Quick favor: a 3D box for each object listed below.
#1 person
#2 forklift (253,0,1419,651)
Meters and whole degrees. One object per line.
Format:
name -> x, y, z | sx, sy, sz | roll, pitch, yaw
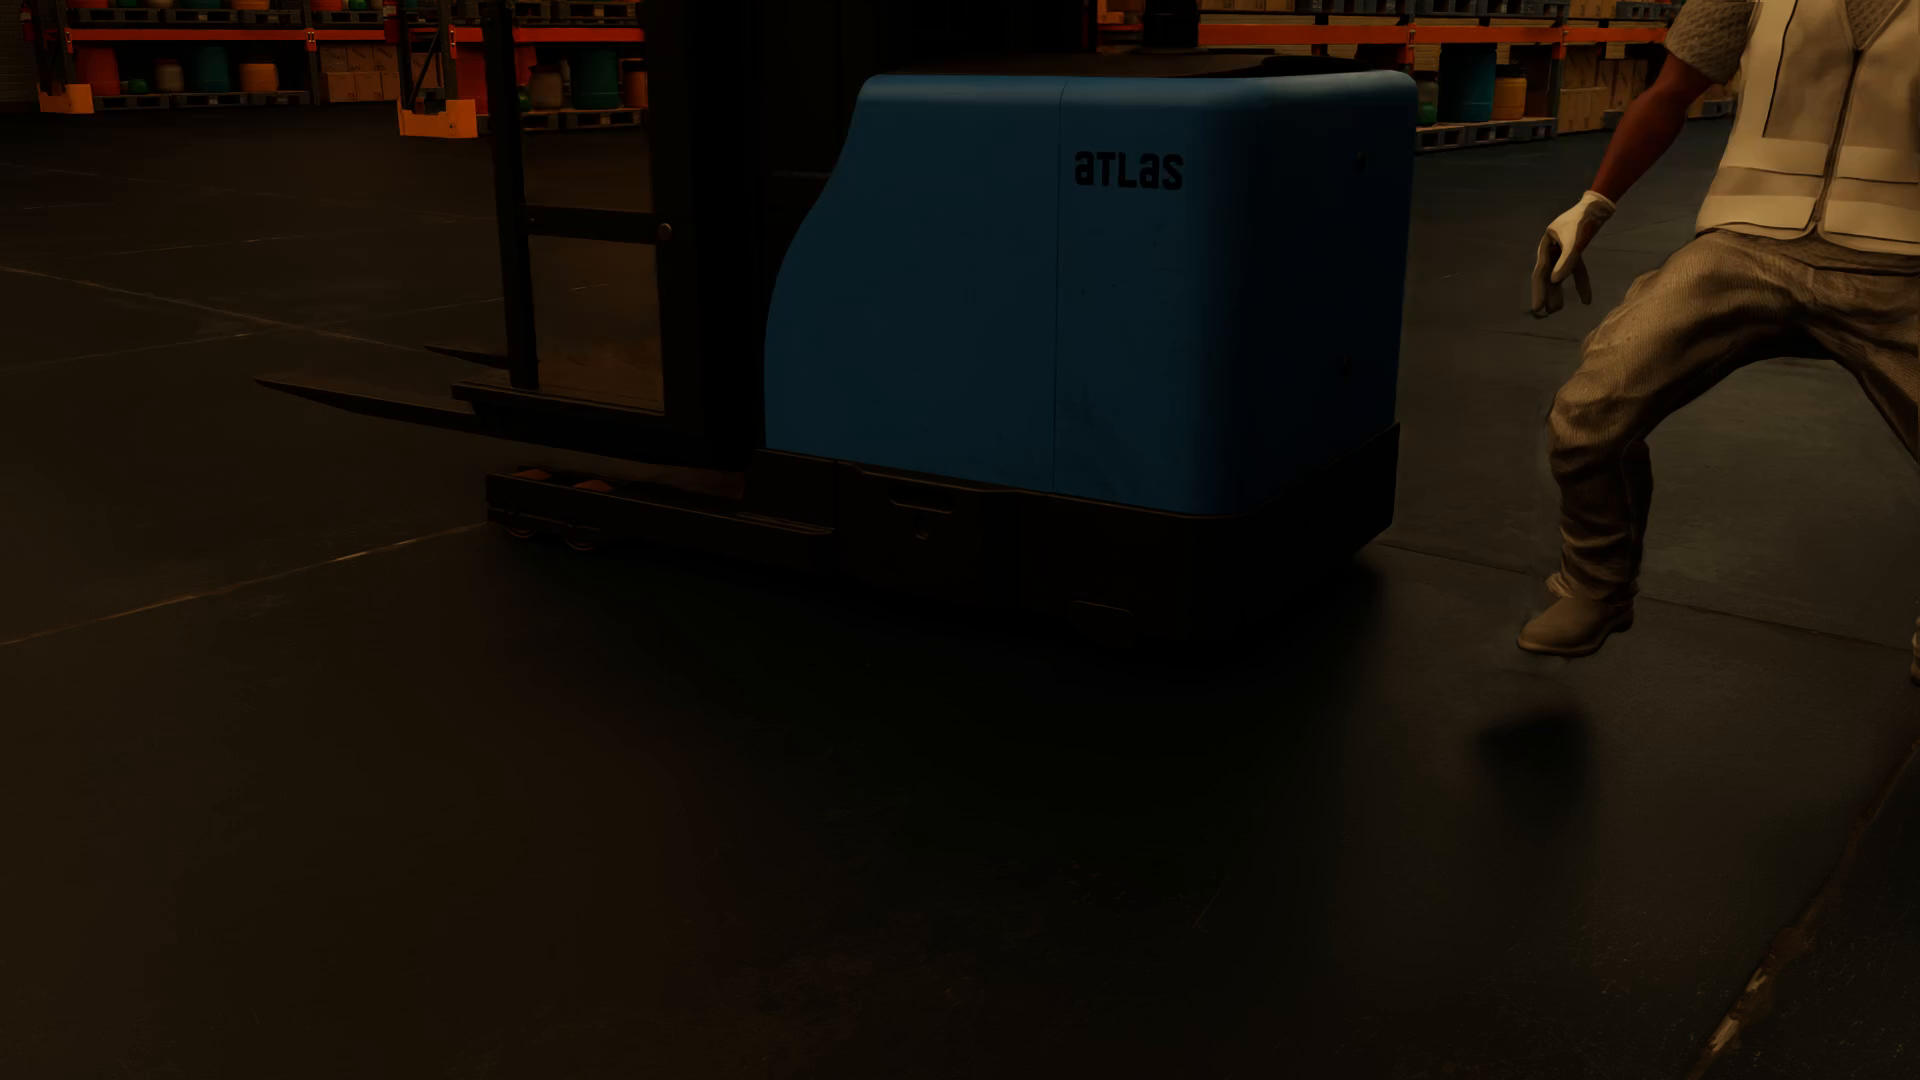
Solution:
person -> 1.476, -0.481, 2.735 | 1.012, 1.651, 0.661 | 12, 20, 34
forklift -> -0.526, -1.494, 3.817 | 3.031, 2.935, 1.130 | 10, 20, 30
